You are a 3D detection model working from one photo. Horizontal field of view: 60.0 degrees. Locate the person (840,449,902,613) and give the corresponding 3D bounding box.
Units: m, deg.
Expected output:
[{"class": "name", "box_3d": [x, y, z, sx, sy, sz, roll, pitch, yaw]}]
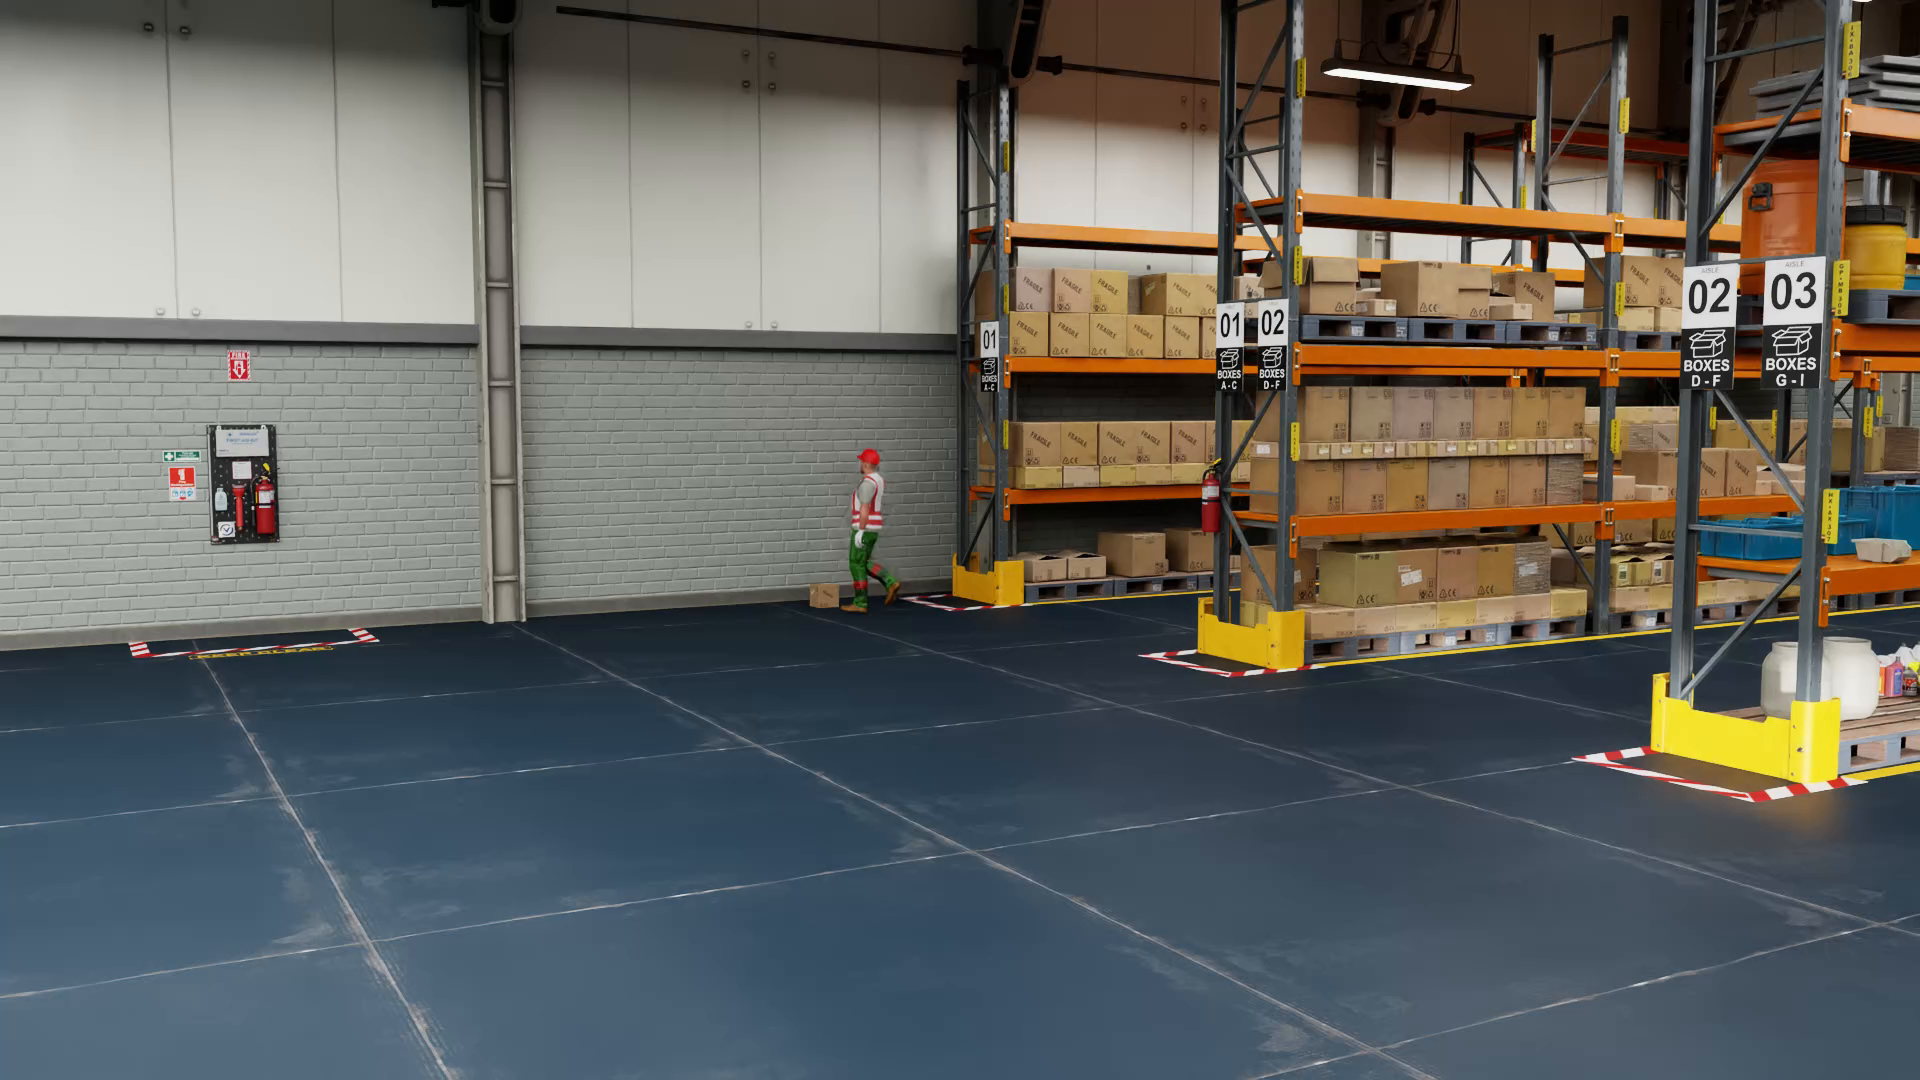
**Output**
[{"class": "person", "box_3d": [-0.977, -0.103, 18.108, 0.650, 1.779, 0.542, 1, 5, 13]}]
